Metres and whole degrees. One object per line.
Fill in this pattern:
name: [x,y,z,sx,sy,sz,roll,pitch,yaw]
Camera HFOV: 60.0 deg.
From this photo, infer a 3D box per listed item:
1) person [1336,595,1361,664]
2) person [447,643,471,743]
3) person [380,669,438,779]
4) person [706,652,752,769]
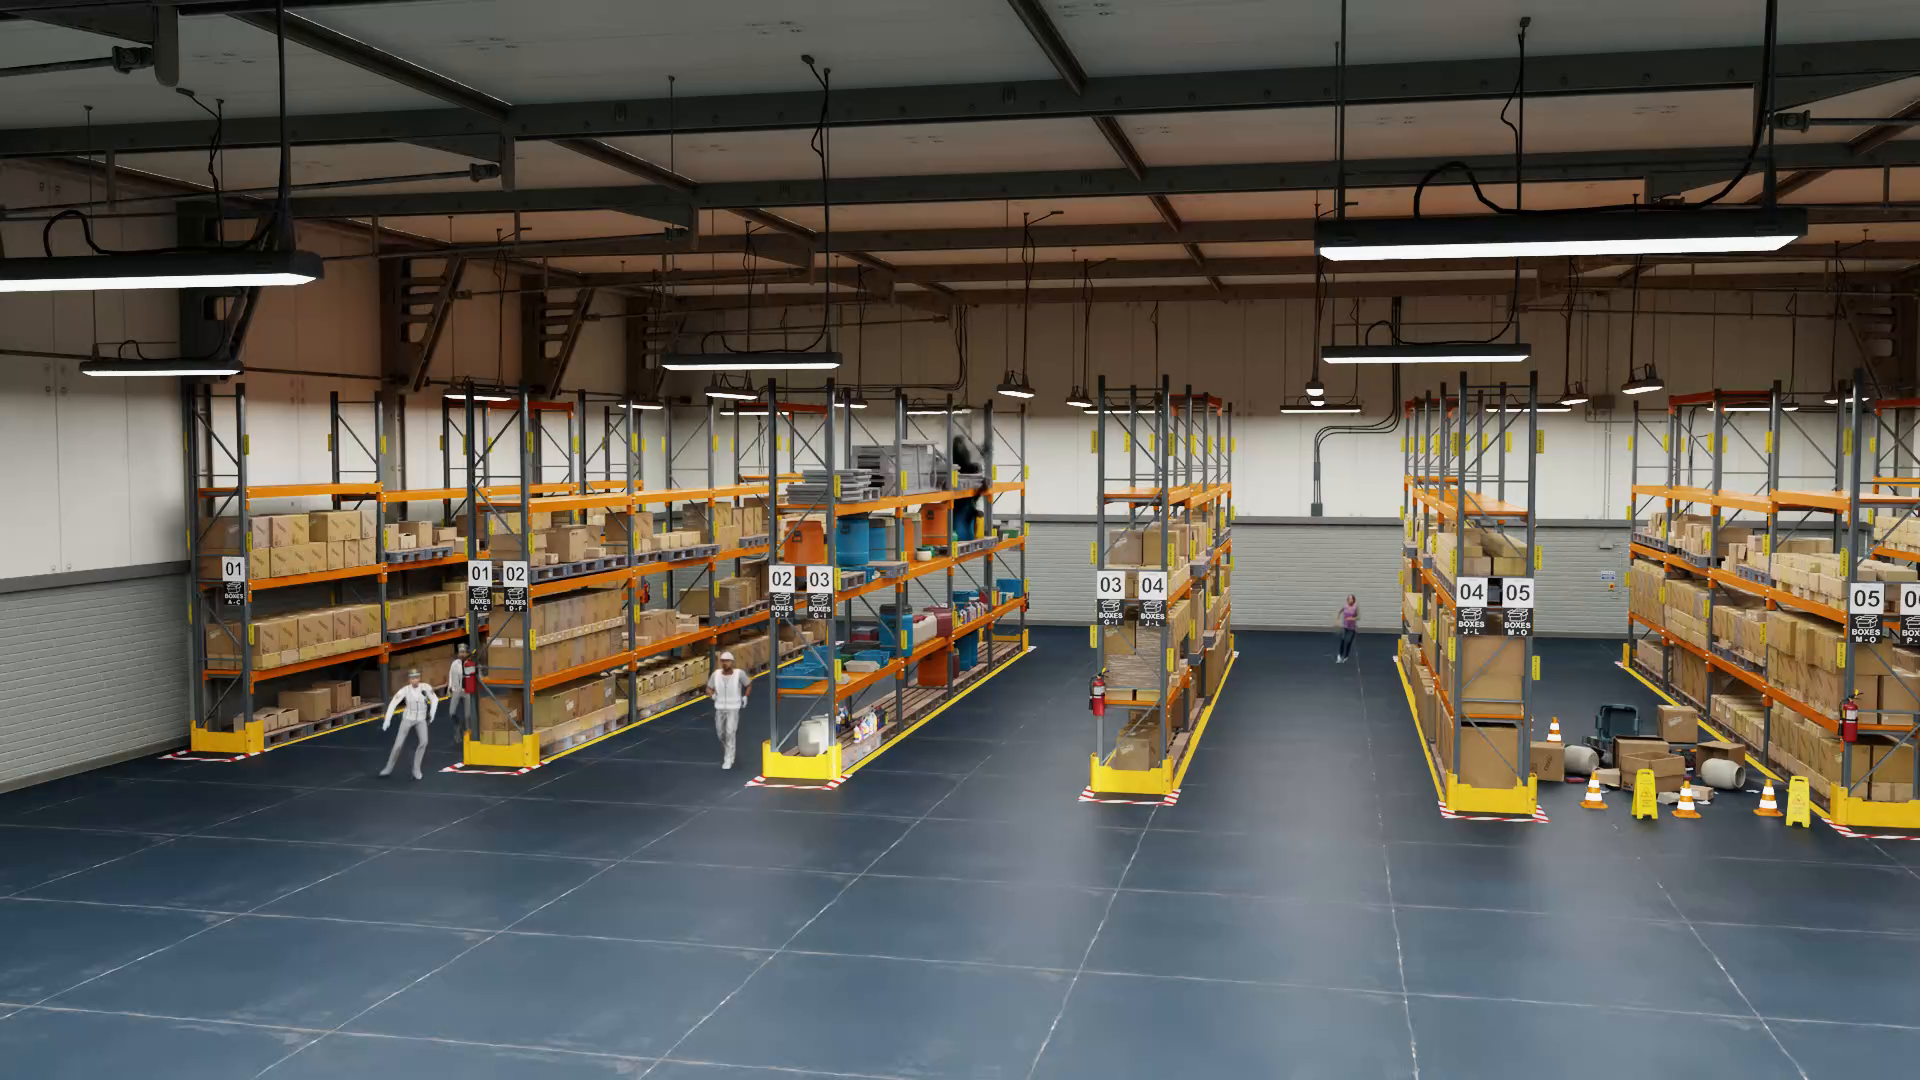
person: [8.889,2.029,38.048,0.545,1.571,0.629,1,3,13]
person: [-8.337,2.563,27.830,0.587,1.674,0.647,0,3,2]
person: [-8.282,2.749,25.078,0.867,1.629,0.660,-2,4,-29]
person: [-3.614,2.623,25.867,0.704,1.772,0.854,0,3,8]
